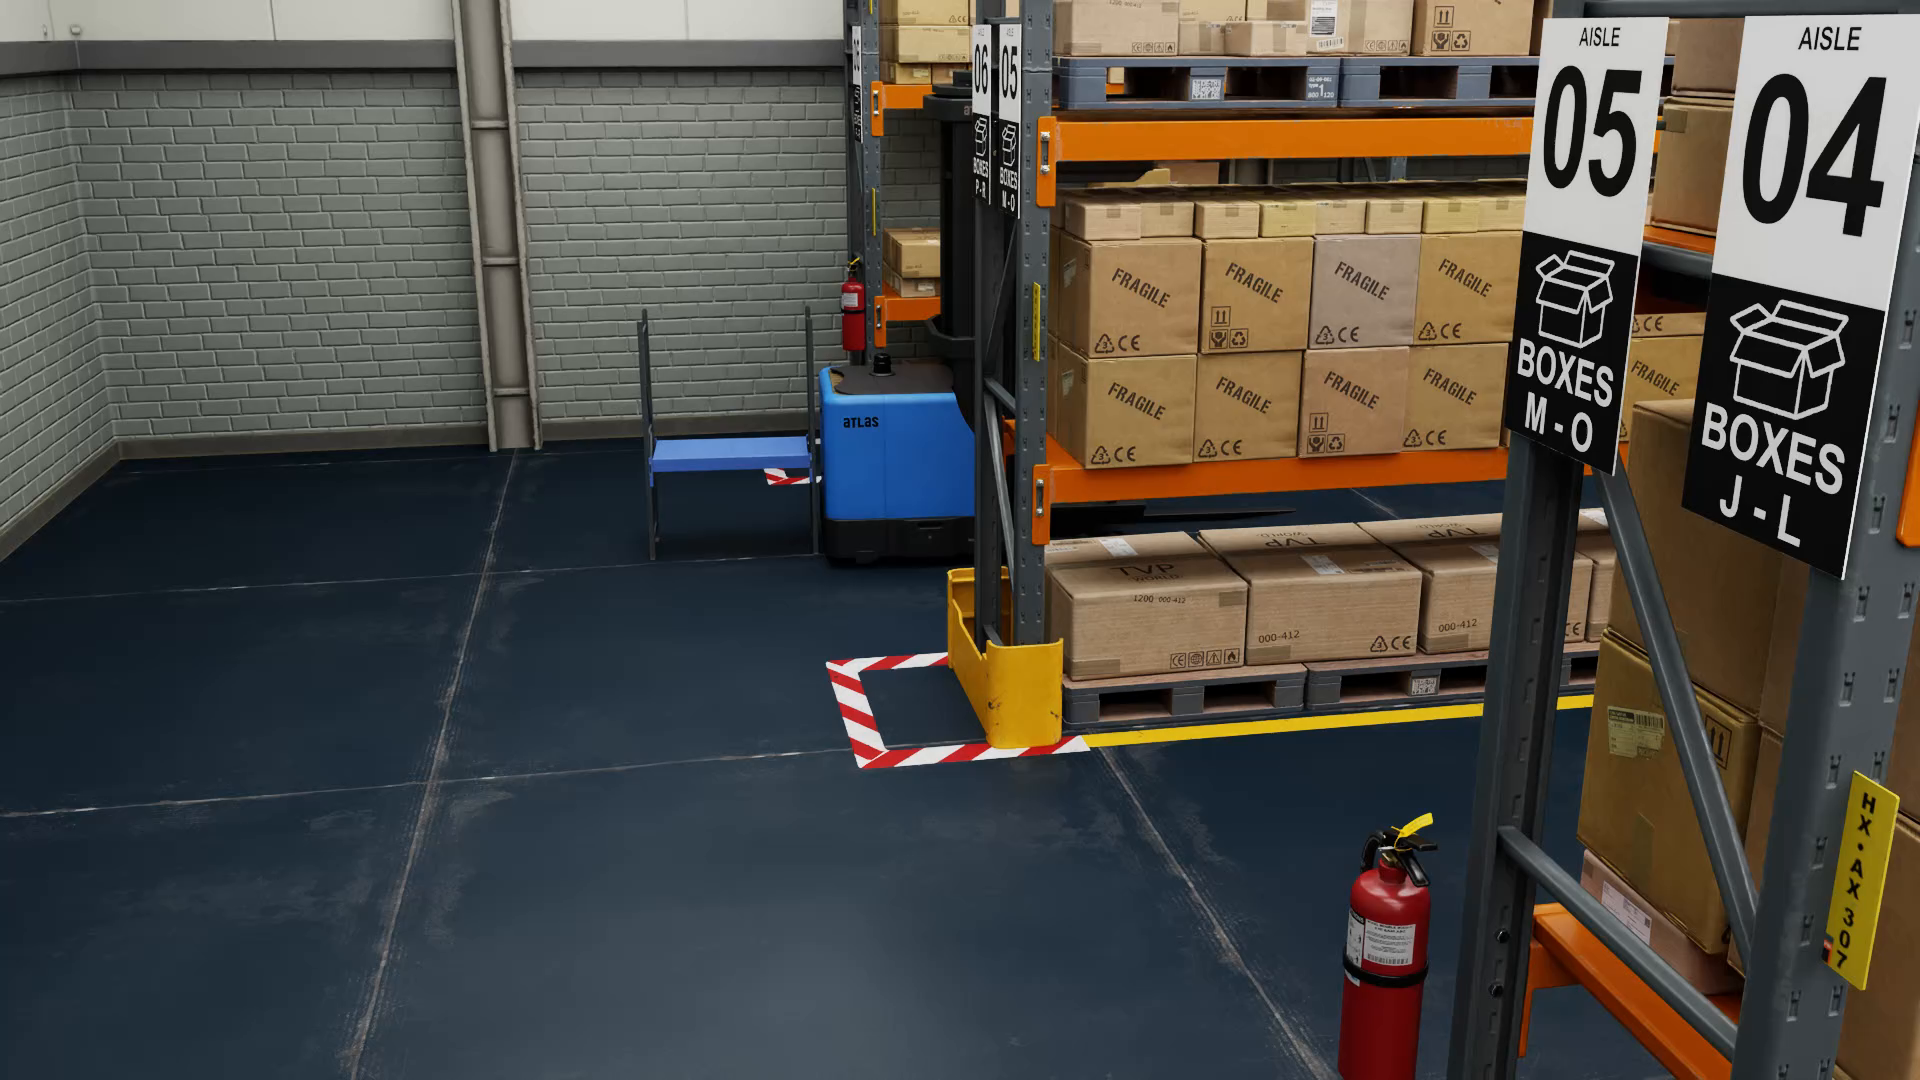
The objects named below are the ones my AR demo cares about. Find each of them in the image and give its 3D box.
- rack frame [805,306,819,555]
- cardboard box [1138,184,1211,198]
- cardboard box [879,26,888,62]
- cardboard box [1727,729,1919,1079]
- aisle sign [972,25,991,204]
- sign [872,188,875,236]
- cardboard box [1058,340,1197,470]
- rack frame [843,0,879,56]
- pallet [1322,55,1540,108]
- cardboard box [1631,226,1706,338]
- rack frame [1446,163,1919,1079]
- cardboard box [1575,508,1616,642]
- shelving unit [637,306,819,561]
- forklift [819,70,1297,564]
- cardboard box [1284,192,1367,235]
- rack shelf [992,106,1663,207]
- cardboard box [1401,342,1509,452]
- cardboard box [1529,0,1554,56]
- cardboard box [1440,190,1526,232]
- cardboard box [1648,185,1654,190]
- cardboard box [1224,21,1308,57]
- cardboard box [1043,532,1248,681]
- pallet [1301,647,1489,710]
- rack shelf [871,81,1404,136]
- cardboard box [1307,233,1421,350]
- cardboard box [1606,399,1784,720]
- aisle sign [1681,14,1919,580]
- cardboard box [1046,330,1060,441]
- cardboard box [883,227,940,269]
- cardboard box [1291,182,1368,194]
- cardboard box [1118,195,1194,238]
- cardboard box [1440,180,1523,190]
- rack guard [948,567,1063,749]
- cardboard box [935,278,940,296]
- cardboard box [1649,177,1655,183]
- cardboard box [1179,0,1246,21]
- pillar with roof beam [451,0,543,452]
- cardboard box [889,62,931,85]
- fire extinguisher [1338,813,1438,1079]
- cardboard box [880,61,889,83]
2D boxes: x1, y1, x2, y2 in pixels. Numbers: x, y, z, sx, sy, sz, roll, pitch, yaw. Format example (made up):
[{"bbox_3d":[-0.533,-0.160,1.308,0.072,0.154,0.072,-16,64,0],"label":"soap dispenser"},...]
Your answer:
[{"bbox_3d":[-0.939,-0.696,10.524,0.032,1.500,0.500,-2,17,-6],"label":"rack frame"},{"bbox_3d":[1.025,-1.618,7.992,0.250,0.149,0.380,-3,17,-11],"label":"cardboard box"},{"bbox_3d":[-0.332,-3.683,12.333,0.500,0.250,0.500,-4,17,-11],"label":"cardboard box"},{"bbox_3d":[1.760,0.642,2.937,0.500,0.500,0.500,-2,17,-8],"label":"cardboard box"},{"bbox_3d":[0.099,-1.973,7.697,0.004,0.787,0.394,-3,17,-10],"label":"aisle sign"},{"bbox_3d":[-0.614,-2.333,11.823,0.005,0.325,0.100,-3,17,-10],"label":"sign"},{"bbox_3d":[0.754,-0.636,7.604,0.500,0.500,0.500,-3,17,-11],"label":"cardboard box"},{"bbox_3d":[-0.717,-4.943,11.578,0.127,3.000,1.000,-3,17,-10],"label":"rack frame"},{"bbox_3d":[2.155,-2.149,7.743,1.213,0.211,1.003,-3,17,-10],"label":"pallet"},{"bbox_3d":[3.245,-1.261,7.936,0.500,0.500,0.500,-3,17,-11],"label":"cardboard box"},{"bbox_3d":[1.266,0.777,3.174,0.127,3.000,1.000,-3,17,-10],"label":"rack frame"},{"bbox_3d":[3.519,0.161,8.828,0.875,0.438,0.875,-3,17,-11],"label":"cardboard box"},{"bbox_3d":[-1.444,-0.679,10.467,1.048,1.500,0.538,-2,17,-6],"label":"shelving unit"},{"bbox_3d":[0.622,-1.423,10.451,3.031,2.935,1.130,-2,17,-6],"label":"forklift"},{"bbox_3d":[1.653,-1.487,7.565,0.250,0.149,0.380,-3,17,-10],"label":"cardboard box"},{"bbox_3d":[2.192,-1.846,7.829,4.000,0.370,1.077,-3,17,-10],"label":"rack shelf"},{"bbox_3d":[2.237,-0.728,7.904,0.500,0.500,0.500,-3,17,-9],"label":"cardboard box"},{"bbox_3d":[2.838,-2.515,7.720,0.637,0.503,0.797,-2,17,-6],"label":"cardboard box"},{"bbox_3d":[2.408,-1.523,7.684,0.250,0.149,0.380,-3,17,-10],"label":"cardboard box"},{"bbox_3d":[3.387,-1.600,7.933,0.250,0.149,0.380,-3,17,-10],"label":"cardboard box"},{"bbox_3d":[1.340,-2.201,7.303,0.250,0.149,0.380,-3,17,-8],"label":"cardboard box"},{"bbox_3d":[0.857,0.314,8.329,0.875,0.438,0.875,-4,17,-12],"label":"cardboard box"},{"bbox_3d":[2.194,0.555,8.647,1.213,0.211,1.003,-3,17,-10],"label":"pallet"},{"bbox_3d":[1.247,-3.277,12.487,4.000,0.370,1.077,-3,17,-10],"label":"rack shelf"},{"bbox_3d":[1.763,-1.177,7.660,0.500,0.500,0.500,-3,17,-11],"label":"cardboard box"},{"bbox_3d":[1.669,0.012,3.285,0.500,0.500,0.500,-4,17,-12],"label":"cardboard box"},{"bbox_3d":[1.252,-0.375,2.497,0.004,0.787,0.394,-3,17,-10],"label":"aisle sign"},{"bbox_3d":[0.652,-0.795,8.122,0.500,0.500,0.500,-3,17,-10],"label":"cardboard box"},{"bbox_3d":[-0.316,-2.248,12.770,0.500,0.250,0.500,-3,17,-9],"label":"cardboard box"},{"bbox_3d":[1.785,-1.645,8.080,0.250,0.149,0.380,-3,17,-9],"label":"cardboard box"},{"bbox_3d":[0.873,-1.455,7.463,0.250,0.149,0.380,-3,17,-9],"label":"cardboard box"},{"bbox_3d":[2.552,-1.675,8.178,0.250,0.149,0.380,-3,17,-11],"label":"cardboard box"},{"bbox_3d":[0.205,0.552,8.164,0.348,0.500,1.175,-3,17,-10],"label":"rack guard"},{"bbox_3d":[-0.101,-1.922,12.388,0.250,0.149,0.380,-3,17,-9],"label":"cardboard box"},{"bbox_3d":[3.548,-1.741,8.395,0.250,0.149,0.380,-3,17,-10],"label":"cardboard box"},{"bbox_3d":[1.765,-3.887,12.147,0.500,0.250,0.500,-3,17,-9],"label":"cardboard box"},{"bbox_3d":[-2.719,-3.812,7.895,0.400,9.000,9.100,-3,17,-10],"label":"pillar with roof beam"},{"bbox_3d":[-0.360,-3.340,11.895,0.250,0.149,0.380,-3,17,-9],"label":"cardboard box"},{"bbox_3d":[0.932,0.873,3.627,0.183,0.674,0.296,-3,17,-10],"label":"fire extinguisher"},{"bbox_3d":[-0.447,-3.473,12.331,0.250,0.149,0.380,-3,17,-9],"label":"cardboard box"}]
